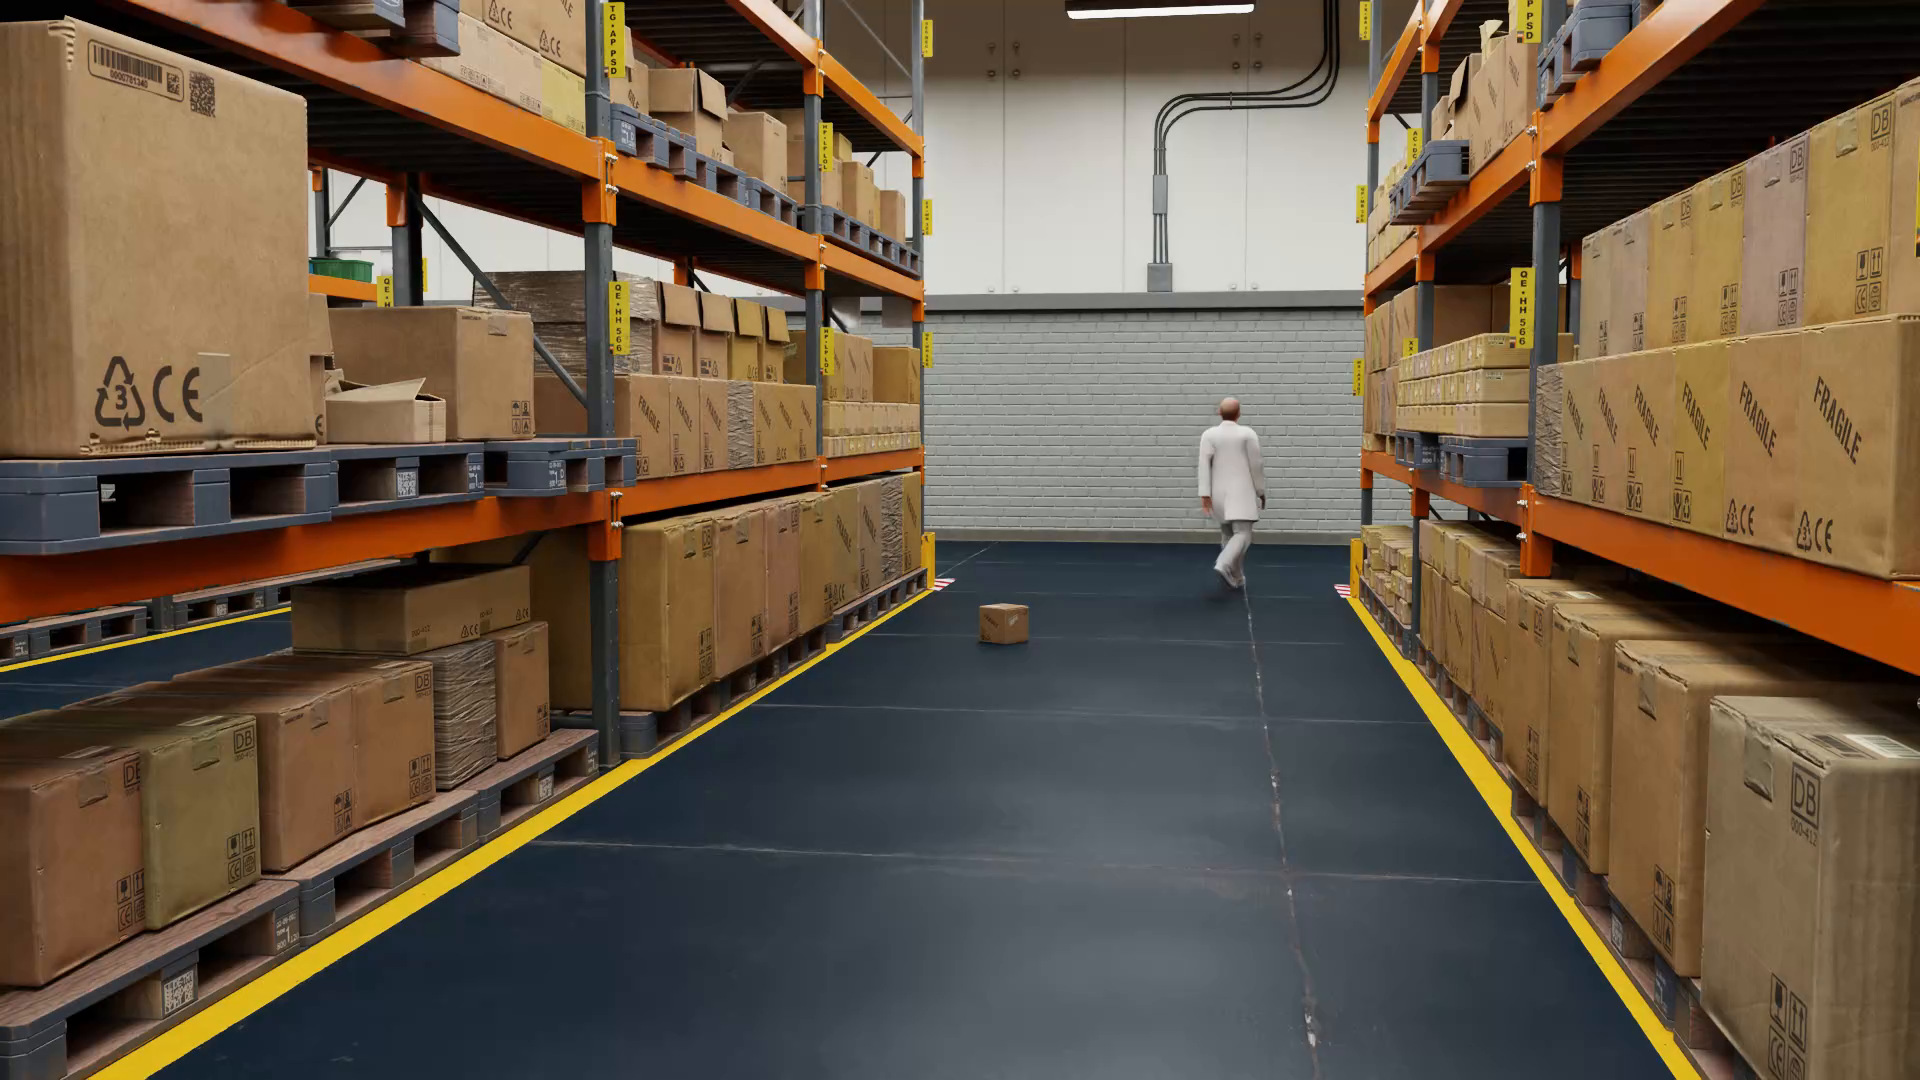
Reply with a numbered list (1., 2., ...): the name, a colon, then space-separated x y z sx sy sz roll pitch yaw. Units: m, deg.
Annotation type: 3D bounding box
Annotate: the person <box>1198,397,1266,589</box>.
1. person: 2.434 -0.401 14.886 0.559 1.727 1.019 3 5 32
